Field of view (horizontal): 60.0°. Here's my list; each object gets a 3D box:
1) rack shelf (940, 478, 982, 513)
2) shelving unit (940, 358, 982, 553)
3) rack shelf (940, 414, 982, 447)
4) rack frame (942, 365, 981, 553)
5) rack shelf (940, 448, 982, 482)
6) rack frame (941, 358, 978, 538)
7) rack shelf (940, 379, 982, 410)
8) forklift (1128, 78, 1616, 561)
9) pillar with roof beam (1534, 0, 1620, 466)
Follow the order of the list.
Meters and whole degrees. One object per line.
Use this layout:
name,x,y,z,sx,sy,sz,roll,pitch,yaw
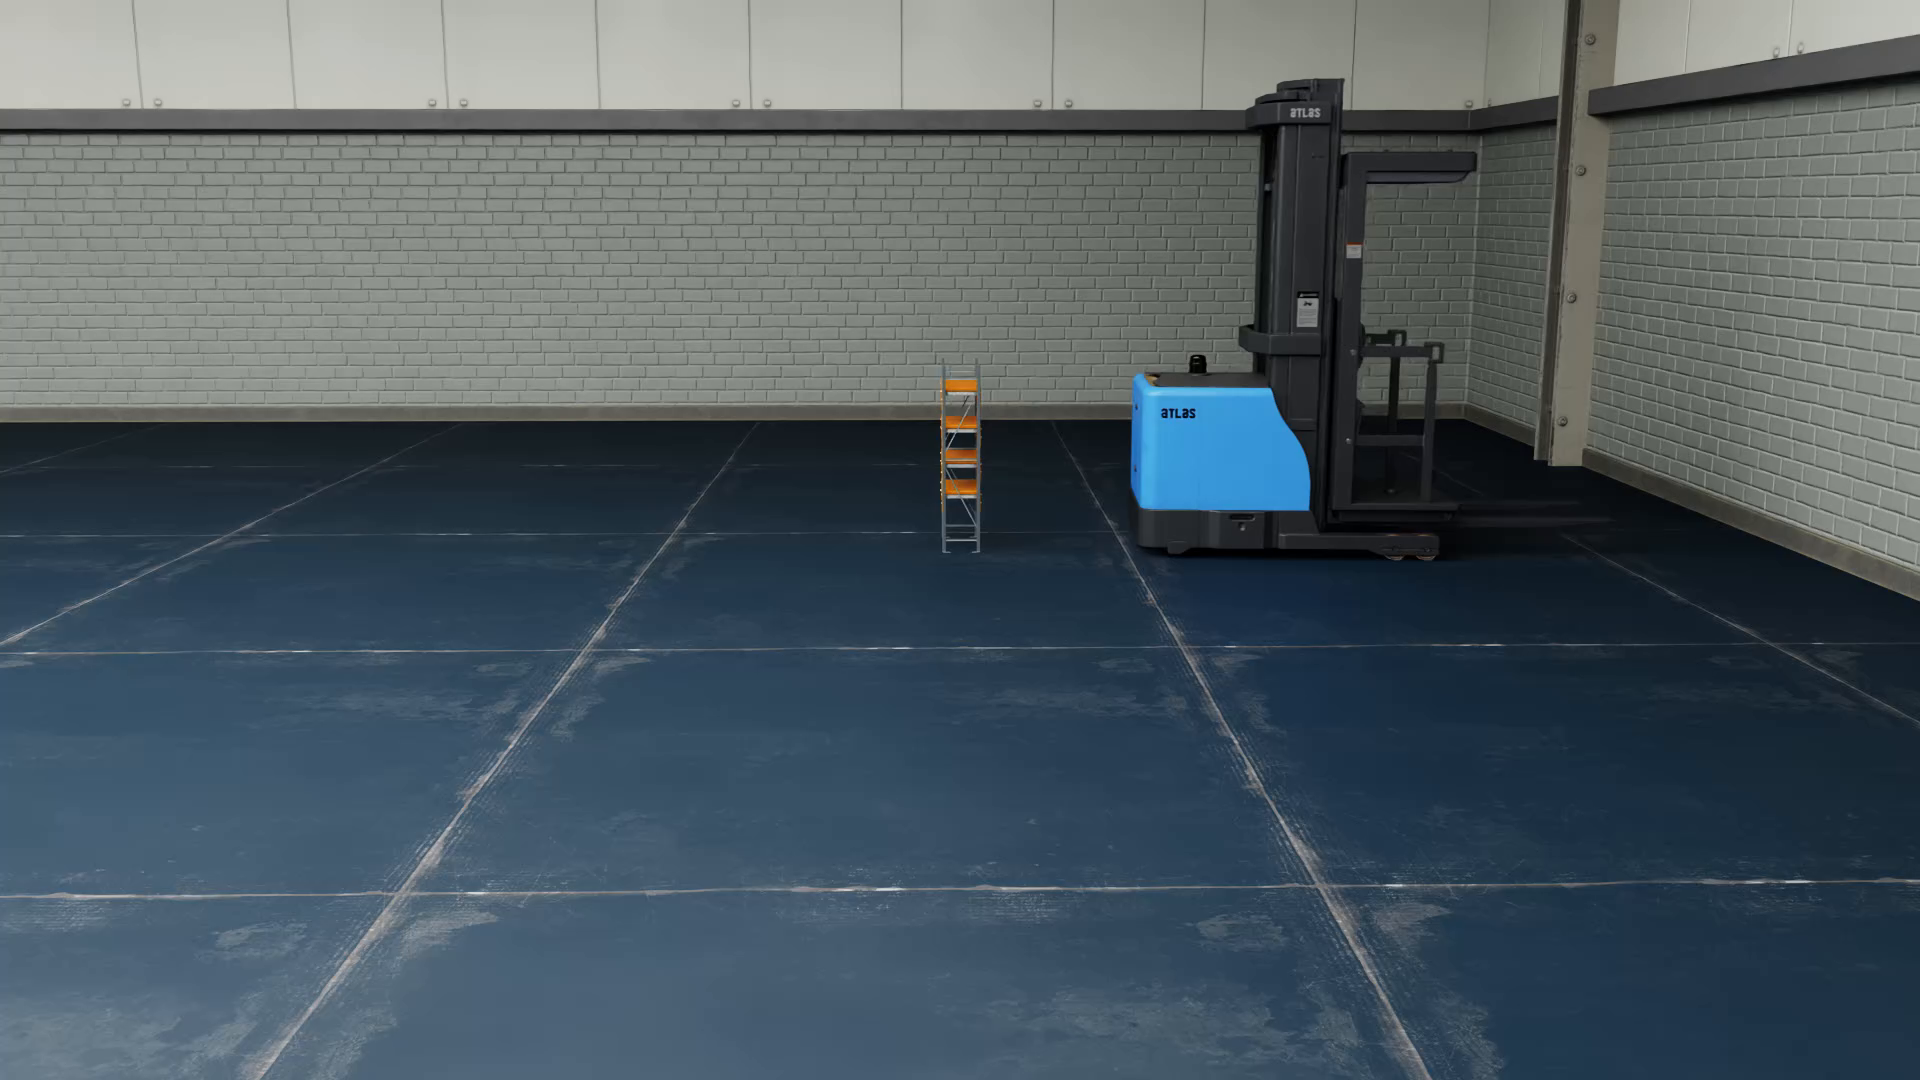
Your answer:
rack shelf,0.003,-0.295,10.830,0.258,0.148,0.480,0,11,-1
shelving unit,0.003,-0.555,10.778,0.258,1.200,0.503,0,11,-1
rack shelf,0.003,-0.708,10.747,0.258,0.148,0.480,0,11,-1
rack frame,0.008,-0.507,10.539,0.240,1.200,0.015,0,11,-1
rack shelf,0.003,-0.489,10.791,0.258,0.148,0.480,0,11,-1
rack frame,-0.002,-0.604,11.017,0.240,1.200,0.015,0,11,-1
rack shelf,0.003,-0.940,10.699,0.258,0.148,0.480,0,11,-1
forklift,2.653,-1.414,10.658,3.031,2.935,1.130,0,11,2
pillar with roof beam,0.871,-5.063,13.380,9.100,9.000,0.400,0,11,-1
